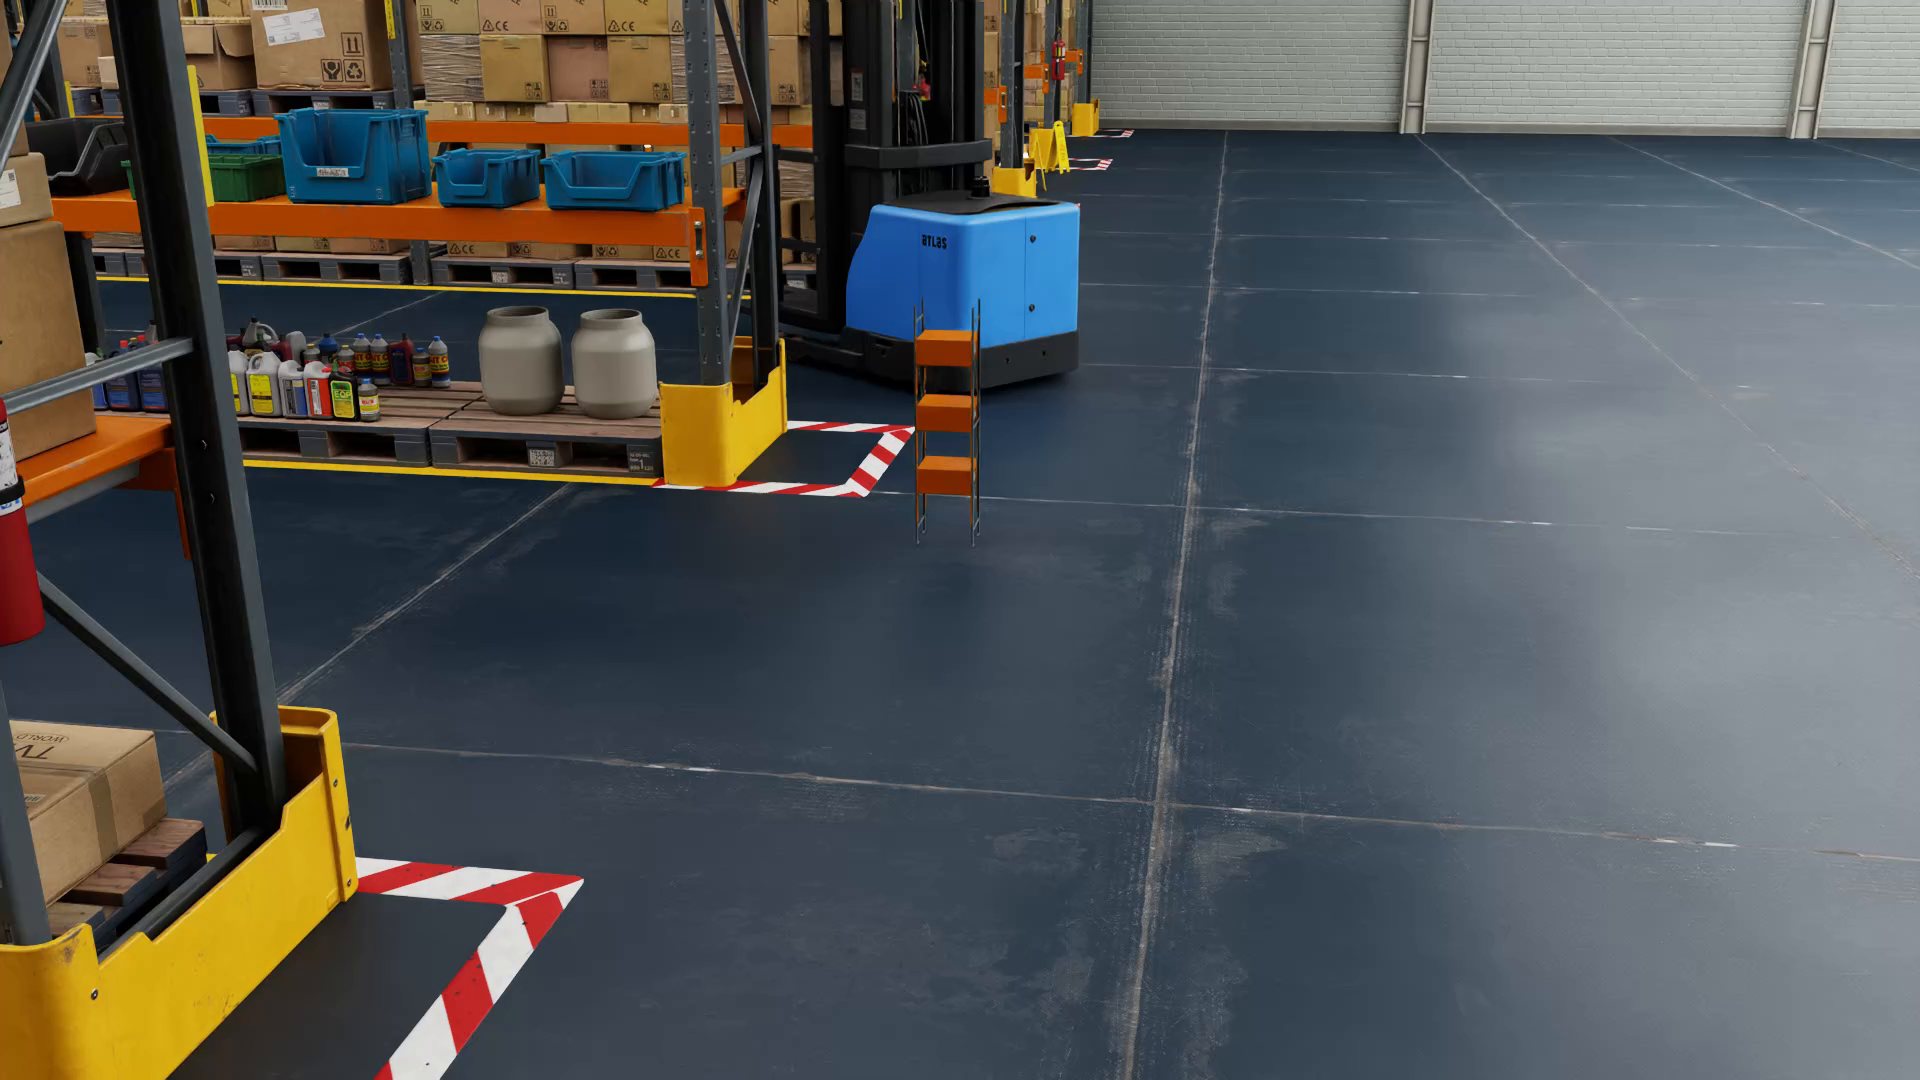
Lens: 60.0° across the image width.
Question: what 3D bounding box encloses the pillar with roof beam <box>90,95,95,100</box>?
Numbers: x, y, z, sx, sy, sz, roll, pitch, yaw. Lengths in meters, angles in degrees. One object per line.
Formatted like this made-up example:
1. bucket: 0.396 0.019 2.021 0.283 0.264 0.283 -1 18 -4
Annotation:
1. pillar with roof beam: -16.973 -10.808 25.423 0.400 9.000 9.100 3 19 9

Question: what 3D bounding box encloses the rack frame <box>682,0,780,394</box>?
1. rack frame: -1.114 -1.877 8.185 0.127 3.000 1.000 3 19 9

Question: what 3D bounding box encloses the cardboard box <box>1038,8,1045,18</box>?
1. cardboard box: 1.383 -8.377 26.431 0.250 0.149 0.380 3 19 10

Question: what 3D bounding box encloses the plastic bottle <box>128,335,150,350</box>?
1. plastic bottle: -4.310 -0.905 8.762 0.185 0.351 0.144 3 19 9

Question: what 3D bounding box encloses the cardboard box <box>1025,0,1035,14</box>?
1. cardboard box: 0.704 -7.153 21.752 0.500 0.500 0.700 2 19 7

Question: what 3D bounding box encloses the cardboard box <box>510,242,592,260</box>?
1. cardboard box: -3.323 -2.584 13.577 0.500 0.500 0.500 9 21 26

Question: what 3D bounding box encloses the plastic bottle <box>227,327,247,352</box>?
1. plastic bottle: -4.025 -1.052 9.306 0.133 0.283 0.061 4 19 12

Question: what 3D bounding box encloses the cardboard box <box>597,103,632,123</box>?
1. cardboard box: -2.630 -3.334 12.937 0.250 0.149 0.380 3 19 9

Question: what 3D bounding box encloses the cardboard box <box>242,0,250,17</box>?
1. cardboard box: -9.709 -7.530 23.346 0.500 0.500 0.500 3 19 8

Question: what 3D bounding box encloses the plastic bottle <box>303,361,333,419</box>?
1. plastic bottle: -3.242 -0.770 8.477 0.135 0.276 0.152 3 19 9

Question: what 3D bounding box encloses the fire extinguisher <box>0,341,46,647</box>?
1. fire extinguisher: -1.861 -0.137 3.107 0.183 0.674 0.296 3 19 9

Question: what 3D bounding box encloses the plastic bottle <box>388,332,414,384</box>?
1. plastic bottle: -3.076 -1.003 9.162 0.133 0.283 0.061 3 19 10

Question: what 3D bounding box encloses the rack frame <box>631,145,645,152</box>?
1. rack frame: -3.392 -5.179 18.053 0.127 3.000 1.000 3 19 9

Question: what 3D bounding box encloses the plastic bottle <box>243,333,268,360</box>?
1. plastic bottle: -3.865 -0.997 9.143 0.133 0.283 0.061 3 19 9

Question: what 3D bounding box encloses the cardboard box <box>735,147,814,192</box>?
1. cardboard box: -1.891 -4.272 18.031 0.875 0.875 0.875 3 19 9

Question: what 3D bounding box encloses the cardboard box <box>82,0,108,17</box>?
1. cardboard box: -12.118 -7.647 23.696 0.500 0.500 0.500 3 19 9

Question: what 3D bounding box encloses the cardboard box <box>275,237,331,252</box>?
1. cardboard box: -5.349 -2.721 13.953 0.500 0.500 0.700 3 19 8

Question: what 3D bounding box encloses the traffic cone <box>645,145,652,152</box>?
1. traffic cone: -4.153 -5.155 21.981 0.334 0.463 0.336 3 19 9

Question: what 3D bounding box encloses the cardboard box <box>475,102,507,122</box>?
1. cardboard box: -3.618 -3.385 13.088 0.250 0.149 0.380 3 19 9

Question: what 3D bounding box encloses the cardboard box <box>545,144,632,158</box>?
1. cardboard box: -4.019 -4.314 18.352 0.750 0.750 1.050 3 19 8

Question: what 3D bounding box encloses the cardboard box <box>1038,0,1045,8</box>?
1. cardboard box: 1.391 -8.539 26.448 0.250 0.149 0.380 3 19 9

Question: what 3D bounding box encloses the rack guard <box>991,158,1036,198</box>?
1. rack guard: 0.581 -3.791 17.844 0.348 0.500 1.175 3 19 9

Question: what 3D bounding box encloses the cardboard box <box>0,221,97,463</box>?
1. cardboard box: -2.363 -0.400 3.614 0.500 0.500 0.700 3 19 9

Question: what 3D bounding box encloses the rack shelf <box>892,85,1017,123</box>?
1. rack shelf: -1.417 -4.737 17.866 4.000 0.370 1.077 3 19 9

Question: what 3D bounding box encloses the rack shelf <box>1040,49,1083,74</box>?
1. rack shelf: 0.052 -7.848 27.164 4.000 0.370 1.077 3 19 9

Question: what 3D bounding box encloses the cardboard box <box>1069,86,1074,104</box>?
1. cardboard box: 1.595 -7.309 27.305 0.500 0.250 0.500 3 19 10

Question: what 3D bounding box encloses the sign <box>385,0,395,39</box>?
1. sign: -4.363 -4.005 12.720 0.005 0.325 0.100 3 19 9

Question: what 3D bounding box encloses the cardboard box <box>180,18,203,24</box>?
1. cardboard box: -8.404 -5.650 18.257 0.250 0.149 0.380 4 19 10

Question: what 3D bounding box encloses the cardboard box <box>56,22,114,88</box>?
1. cardboard box: -7.121 -4.066 13.909 0.500 0.500 0.700 6 19 17

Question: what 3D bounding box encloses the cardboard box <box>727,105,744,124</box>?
1. cardboard box: -1.629 -3.311 12.868 0.250 0.149 0.380 3 19 9

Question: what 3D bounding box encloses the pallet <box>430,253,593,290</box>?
1. pallet: -3.609 -2.285 13.799 1.213 0.211 1.003 3 19 9

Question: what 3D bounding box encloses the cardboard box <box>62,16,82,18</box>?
1. cardboard box: -10.343 -5.957 19.177 0.250 0.149 0.380 2 19 7

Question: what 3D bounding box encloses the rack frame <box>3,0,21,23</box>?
1. rack frame: -8.227 -3.831 14.026 0.127 3.000 1.000 3 19 9

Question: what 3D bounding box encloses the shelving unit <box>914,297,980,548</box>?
1. shelving unit: -0.053 -0.501 7.145 0.252 1.050 0.215 3 19 9

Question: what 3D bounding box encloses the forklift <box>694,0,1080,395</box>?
1. forklift: -0.628 -2.632 10.549 1.130 2.935 3.031 -16 24 -39

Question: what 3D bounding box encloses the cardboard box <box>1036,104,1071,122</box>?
1. cardboard box: 1.513 -6.908 26.894 0.500 0.250 0.500 3 19 9

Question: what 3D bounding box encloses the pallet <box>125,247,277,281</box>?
1. pallet: -6.255 -2.407 14.164 1.213 0.211 1.003 3 19 9

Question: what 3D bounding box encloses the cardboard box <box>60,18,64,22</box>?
1. cardboard box: -9.947 -5.728 18.490 0.250 0.149 0.380 3 19 8

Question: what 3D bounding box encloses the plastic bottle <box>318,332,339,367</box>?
1. plastic bottle: -3.492 -1.013 9.210 0.097 0.271 0.097 0 18 0

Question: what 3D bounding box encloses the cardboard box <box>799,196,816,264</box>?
1. cardboard box: -0.943 -2.479 13.262 0.500 0.500 0.500 7 20 19

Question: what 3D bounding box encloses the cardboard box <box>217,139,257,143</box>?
1. cardboard box: -8.032 -4.345 18.839 0.500 0.500 0.500 3 19 8

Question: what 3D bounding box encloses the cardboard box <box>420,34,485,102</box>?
1. cardboard box: -3.844 -3.776 13.235 0.500 0.500 0.875 3 19 9

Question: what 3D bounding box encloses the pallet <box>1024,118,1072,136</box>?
1. pallet: 1.265 -6.791 27.268 1.213 0.211 1.003 3 19 9

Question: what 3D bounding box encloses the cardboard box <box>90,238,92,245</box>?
1. cardboard box: -7.563 -2.827 14.270 0.500 0.500 0.700 2 19 6

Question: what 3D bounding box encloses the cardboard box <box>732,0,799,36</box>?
1. cardboard box: -1.406 -4.065 12.522 0.500 0.500 0.500 3 19 9

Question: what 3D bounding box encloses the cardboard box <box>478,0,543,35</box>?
1. cardboard box: -3.380 -4.165 12.823 0.500 0.500 0.500 3 19 9

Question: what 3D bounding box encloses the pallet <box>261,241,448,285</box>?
1. pallet: -5.047 -2.346 13.982 1.213 0.211 1.003 3 19 9

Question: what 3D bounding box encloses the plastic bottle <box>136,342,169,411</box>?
1. plastic bottle: -4.146 -0.850 8.599 0.185 0.351 0.144 2 19 6

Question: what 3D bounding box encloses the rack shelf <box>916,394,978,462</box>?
1. rack shelf: -0.053 -0.491 7.148 0.240 0.259 0.215 3 19 9

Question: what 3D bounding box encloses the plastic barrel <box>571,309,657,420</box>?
1. plastic barrel: -1.776 -0.905 8.540 0.421 0.512 0.421 0 18 0

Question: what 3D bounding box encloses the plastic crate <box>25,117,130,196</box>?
1. plastic crate: -4.567 -1.982 8.598 0.504 0.338 0.767 3 19 9

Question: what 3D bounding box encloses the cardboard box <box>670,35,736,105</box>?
1. cardboard box: -1.867 -3.679 12.946 0.500 0.500 0.875 3 19 9

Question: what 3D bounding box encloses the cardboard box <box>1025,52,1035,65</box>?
1. cardboard box: 0.840 -6.366 21.997 0.250 0.149 0.380 4 19 10

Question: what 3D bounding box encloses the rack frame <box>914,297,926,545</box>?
1. rack frame: -0.173 -0.507 7.163 0.008 1.050 0.200 3 19 9

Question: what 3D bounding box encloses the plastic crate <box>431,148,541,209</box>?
1. plastic crate: -2.296 -1.772 8.107 0.408 0.251 0.499 3 19 9
